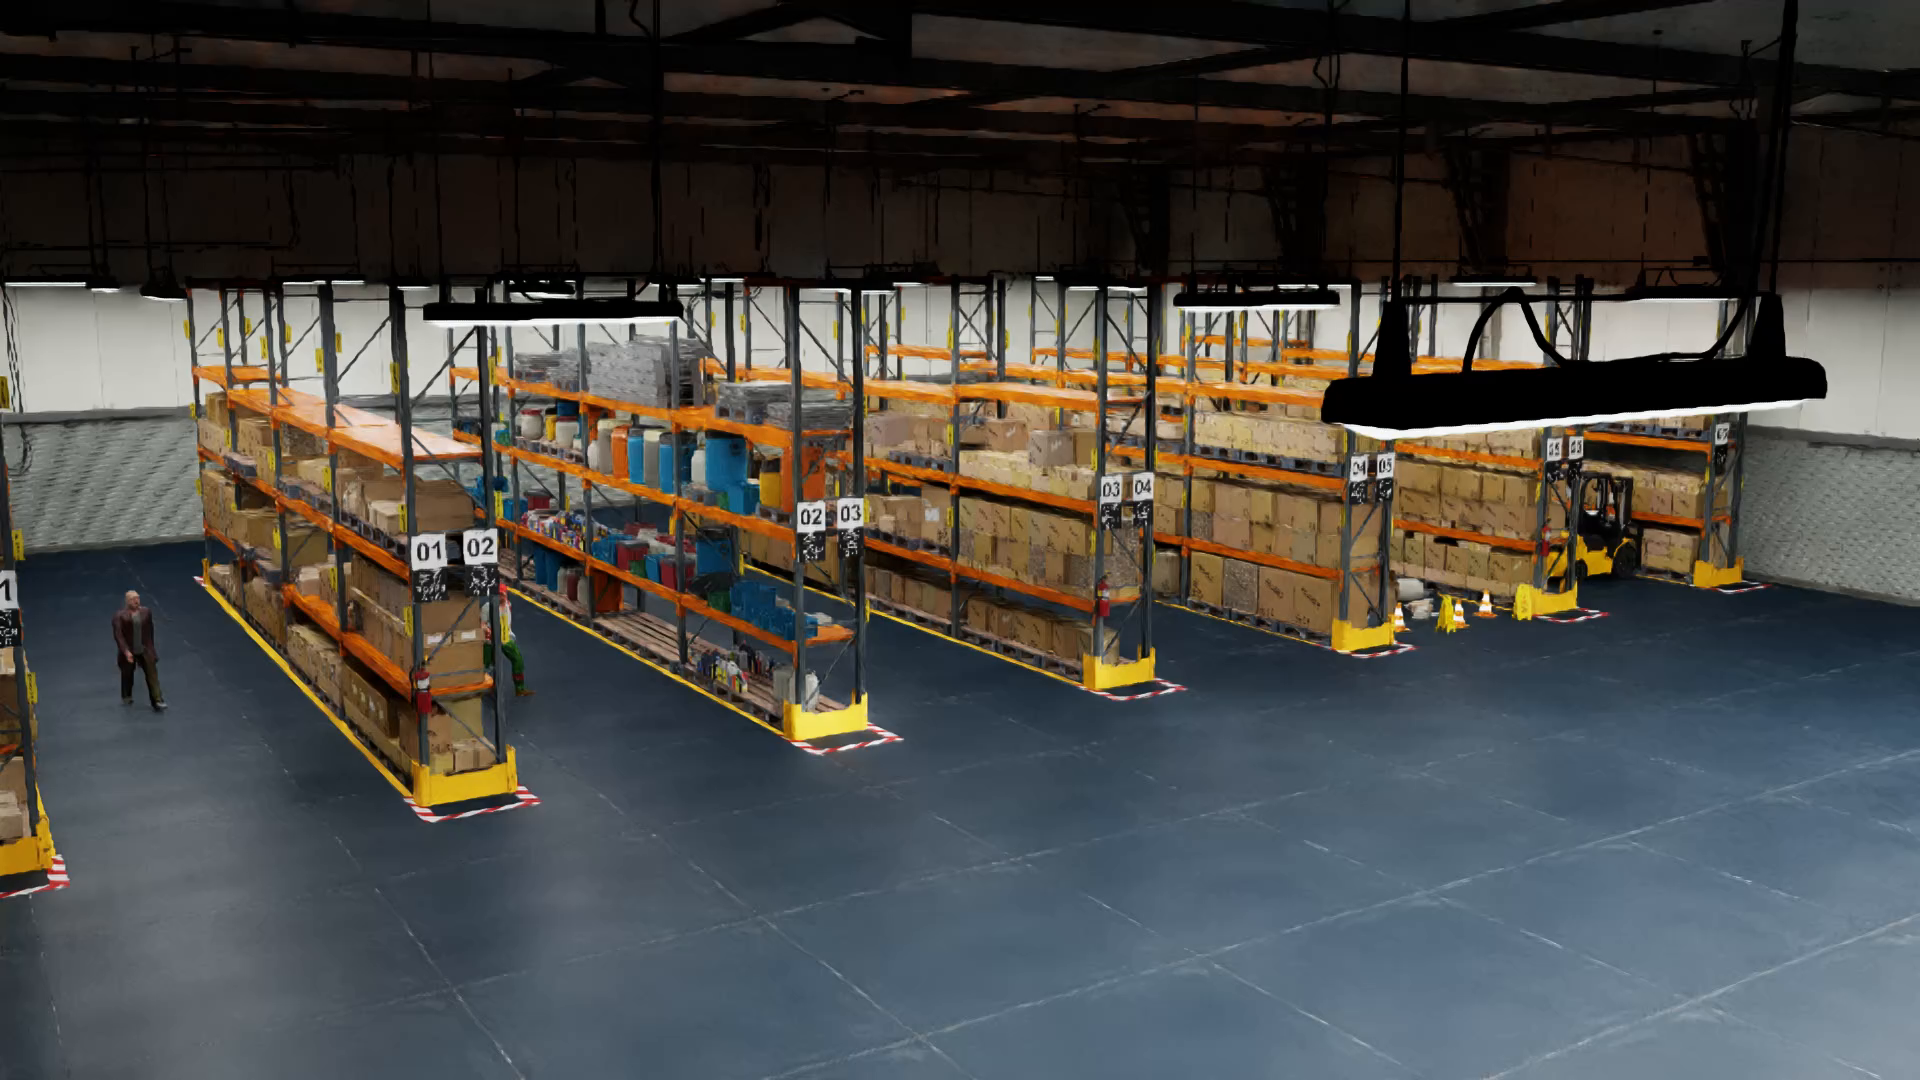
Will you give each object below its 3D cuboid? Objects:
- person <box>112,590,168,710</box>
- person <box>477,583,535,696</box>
[{"bbox_3d":[-11.668,1.550,23.542,0.580,1.715,1.104,-8,13,-40],"label":"person"},{"bbox_3d":[-6.723,1.444,24.195,0.844,1.715,0.684,8,13,40],"label":"person"}]
